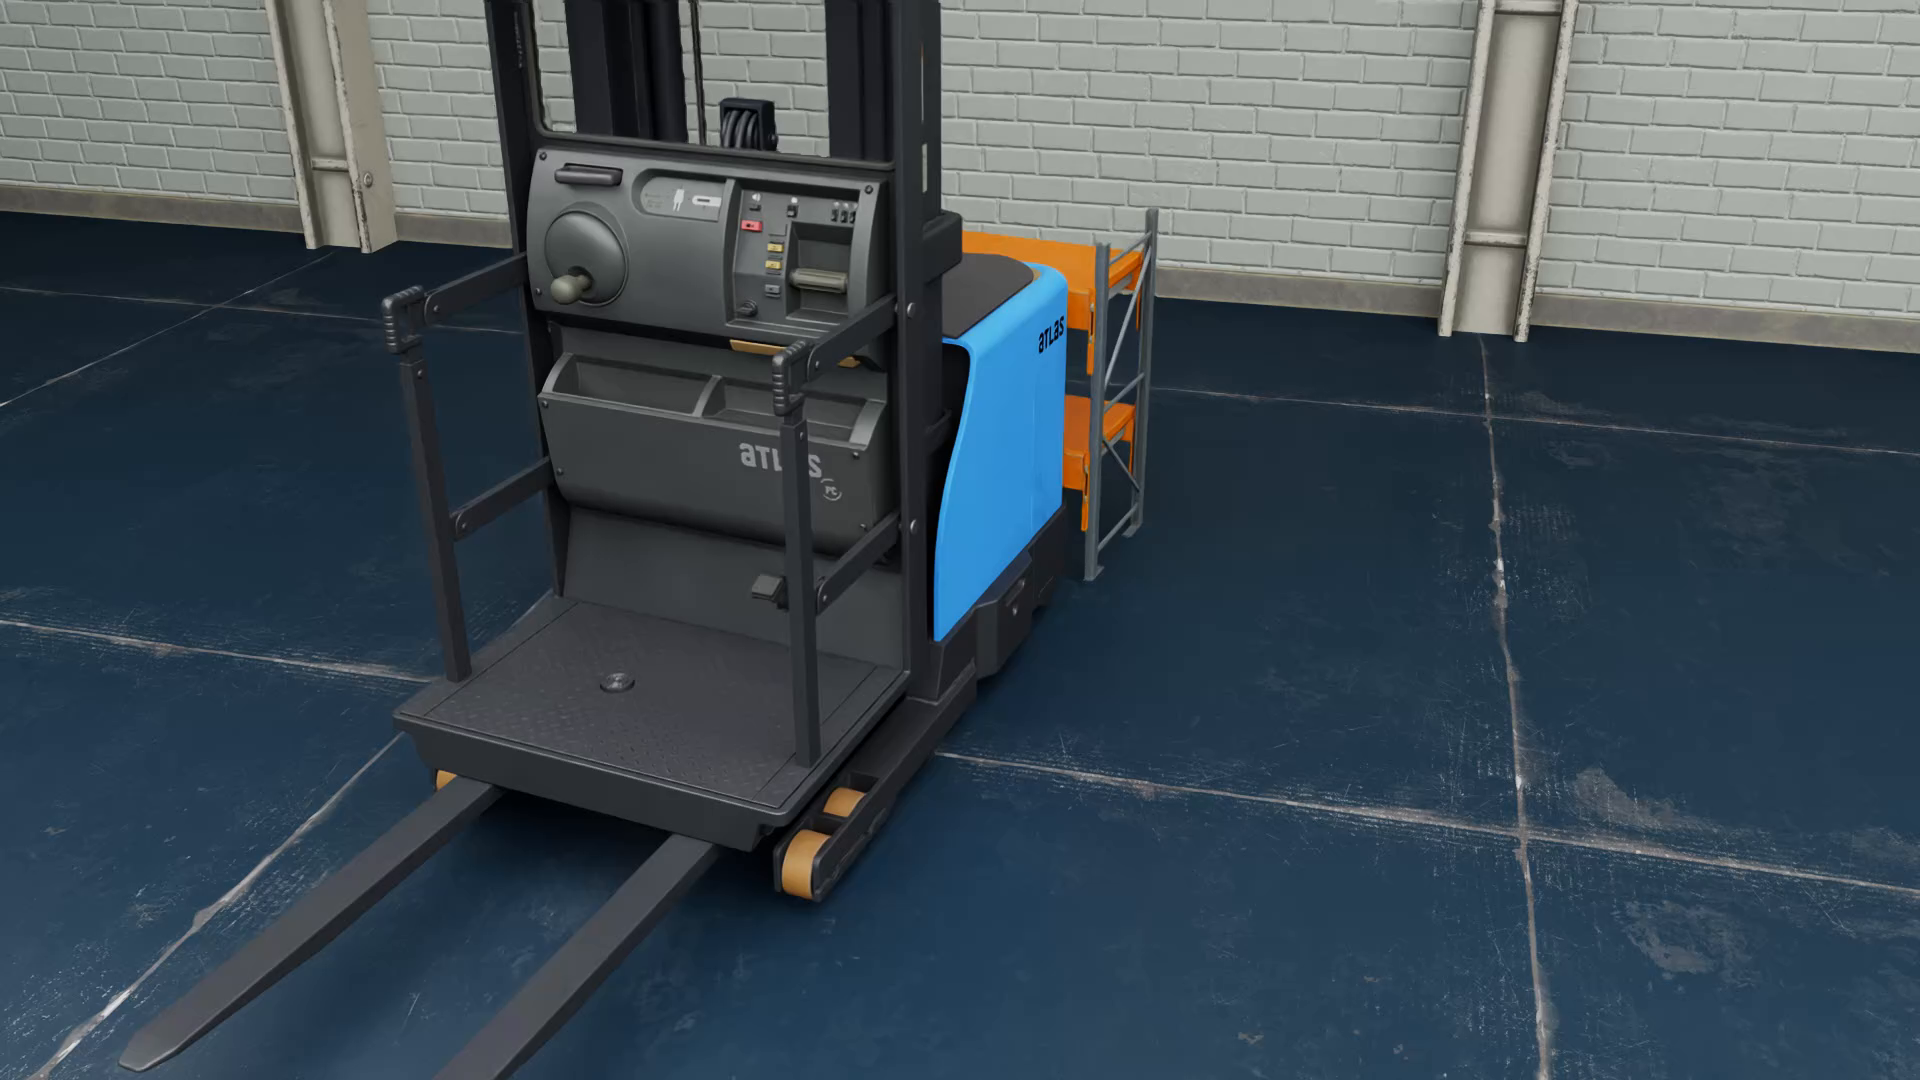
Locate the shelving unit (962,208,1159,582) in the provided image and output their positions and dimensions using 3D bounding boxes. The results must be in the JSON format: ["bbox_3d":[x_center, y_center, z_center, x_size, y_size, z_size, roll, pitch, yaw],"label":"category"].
[{"bbox_3d":[0.065,-0.563,5.623,1.048,1.125,0.538,11,28,22],"label":"shelving unit"}]

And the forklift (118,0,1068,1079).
[{"bbox_3d":[-0.702,-0.675,3.757,1.130,2.935,3.031,10,27,21],"label":"forklift"}]

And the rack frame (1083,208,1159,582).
[{"bbox_3d":[0.526,-0.471,5.430,0.032,1.125,0.500,11,28,22],"label":"rack frame"}]

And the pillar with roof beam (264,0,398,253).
[{"bbox_3d":[-4.423,-3.910,3.495,0.400,9.000,9.100,6,26,13],"label":"pillar with roof beam"}]

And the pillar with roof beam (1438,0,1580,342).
[{"bbox_3d":[1.388,-3.268,2.145,0.400,9.000,9.100,6,26,13],"label":"pillar with roof beam"}]

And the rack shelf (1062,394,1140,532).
[{"bbox_3d":[0.065,-0.342,5.728,1.000,0.278,0.538,11,28,22],"label":"rack shelf"}]

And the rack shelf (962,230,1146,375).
[{"bbox_3d":[0.065,-0.827,5.497,1.000,0.278,0.538,11,28,22],"label":"rack shelf"}]
